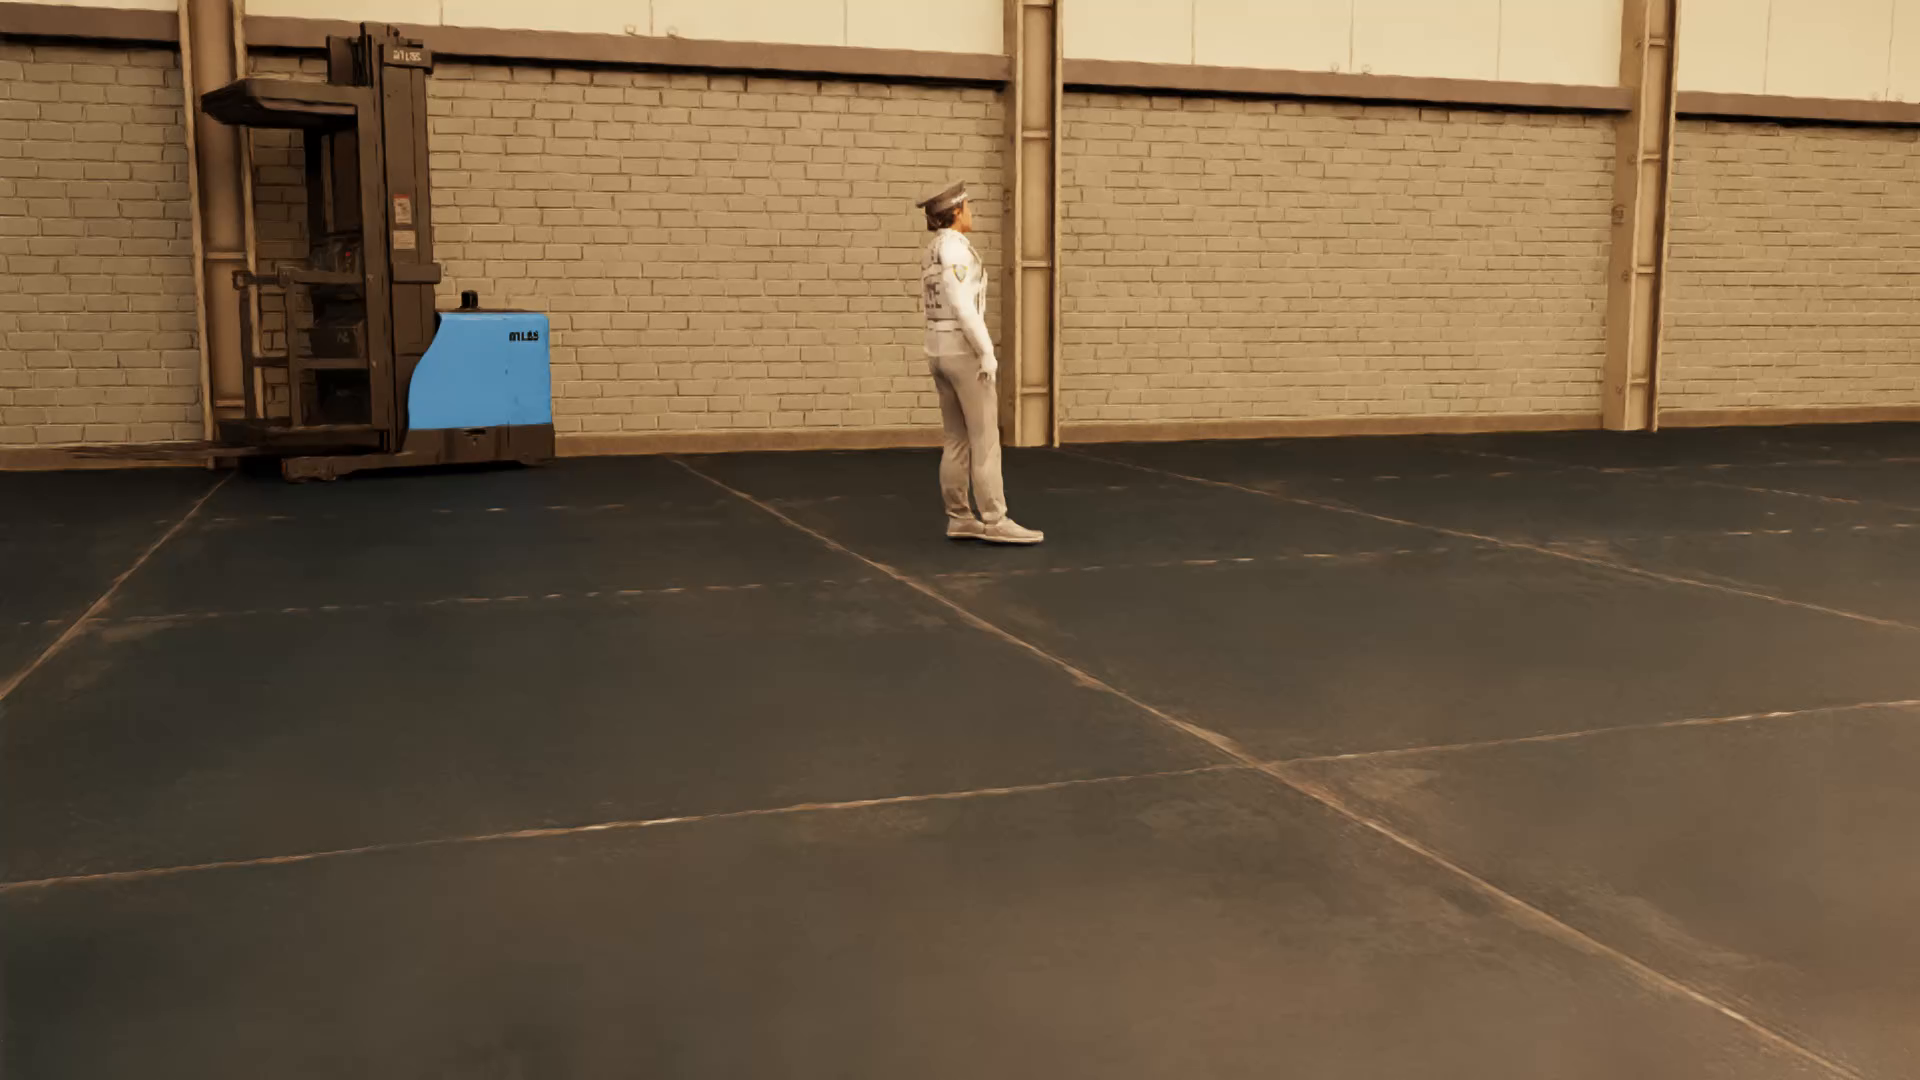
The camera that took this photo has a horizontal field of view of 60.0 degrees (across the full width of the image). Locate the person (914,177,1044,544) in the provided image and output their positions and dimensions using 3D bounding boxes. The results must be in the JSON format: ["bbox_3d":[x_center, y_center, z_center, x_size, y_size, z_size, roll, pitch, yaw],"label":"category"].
[{"bbox_3d":[0.066,-0.849,7.823,0.533,1.695,0.586,-3,8,-18],"label":"person"}]

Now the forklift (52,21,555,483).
[{"bbox_3d":[-4.316,-1.892,10.959,3.031,2.935,1.130,-6,10,-38],"label":"forklift"}]
